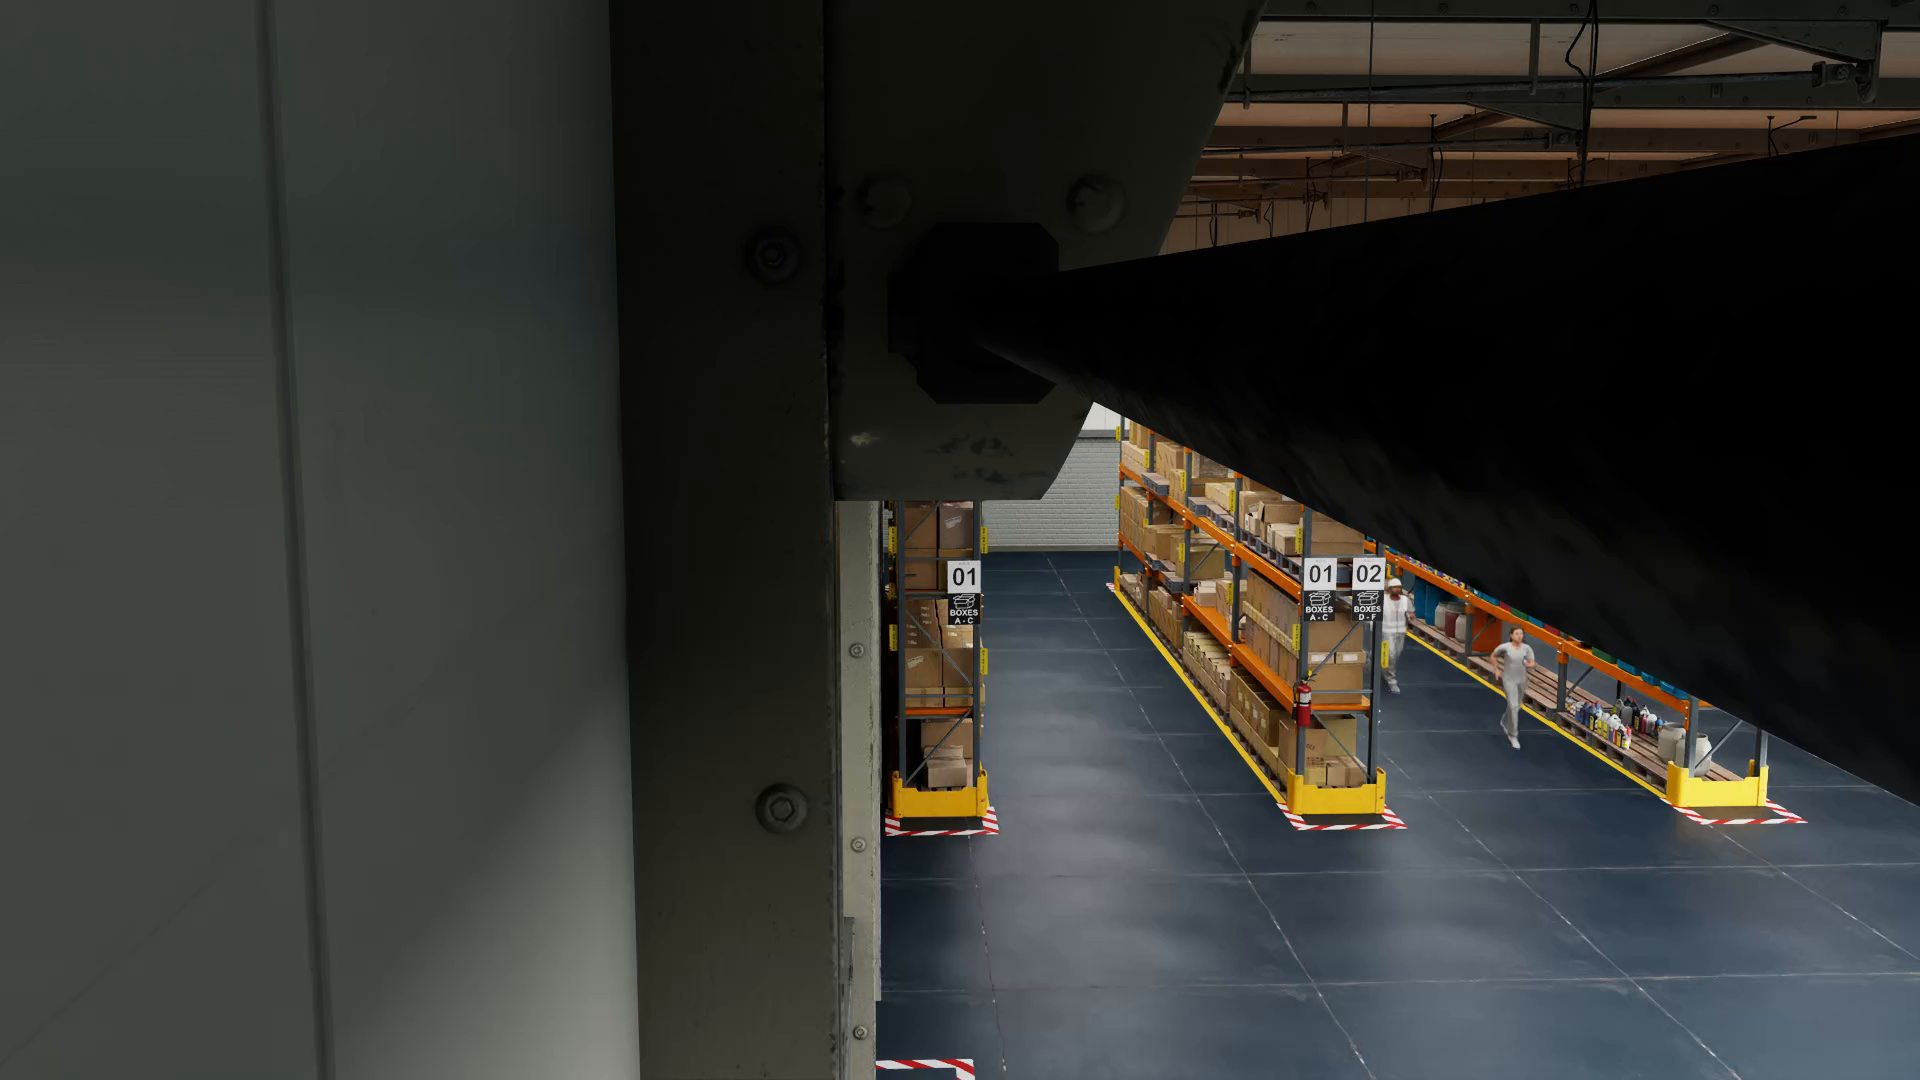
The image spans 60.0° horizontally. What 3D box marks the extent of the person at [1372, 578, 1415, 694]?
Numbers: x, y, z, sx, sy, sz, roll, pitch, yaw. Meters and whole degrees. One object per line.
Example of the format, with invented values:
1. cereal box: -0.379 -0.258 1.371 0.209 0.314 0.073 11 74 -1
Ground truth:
1. person: 7.076 1.529 27.169 0.671 1.818 0.897 -2 8 -11

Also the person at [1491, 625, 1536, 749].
1. person: 7.948 2.067 23.884 0.541 1.714 0.830 -1 8 -7
